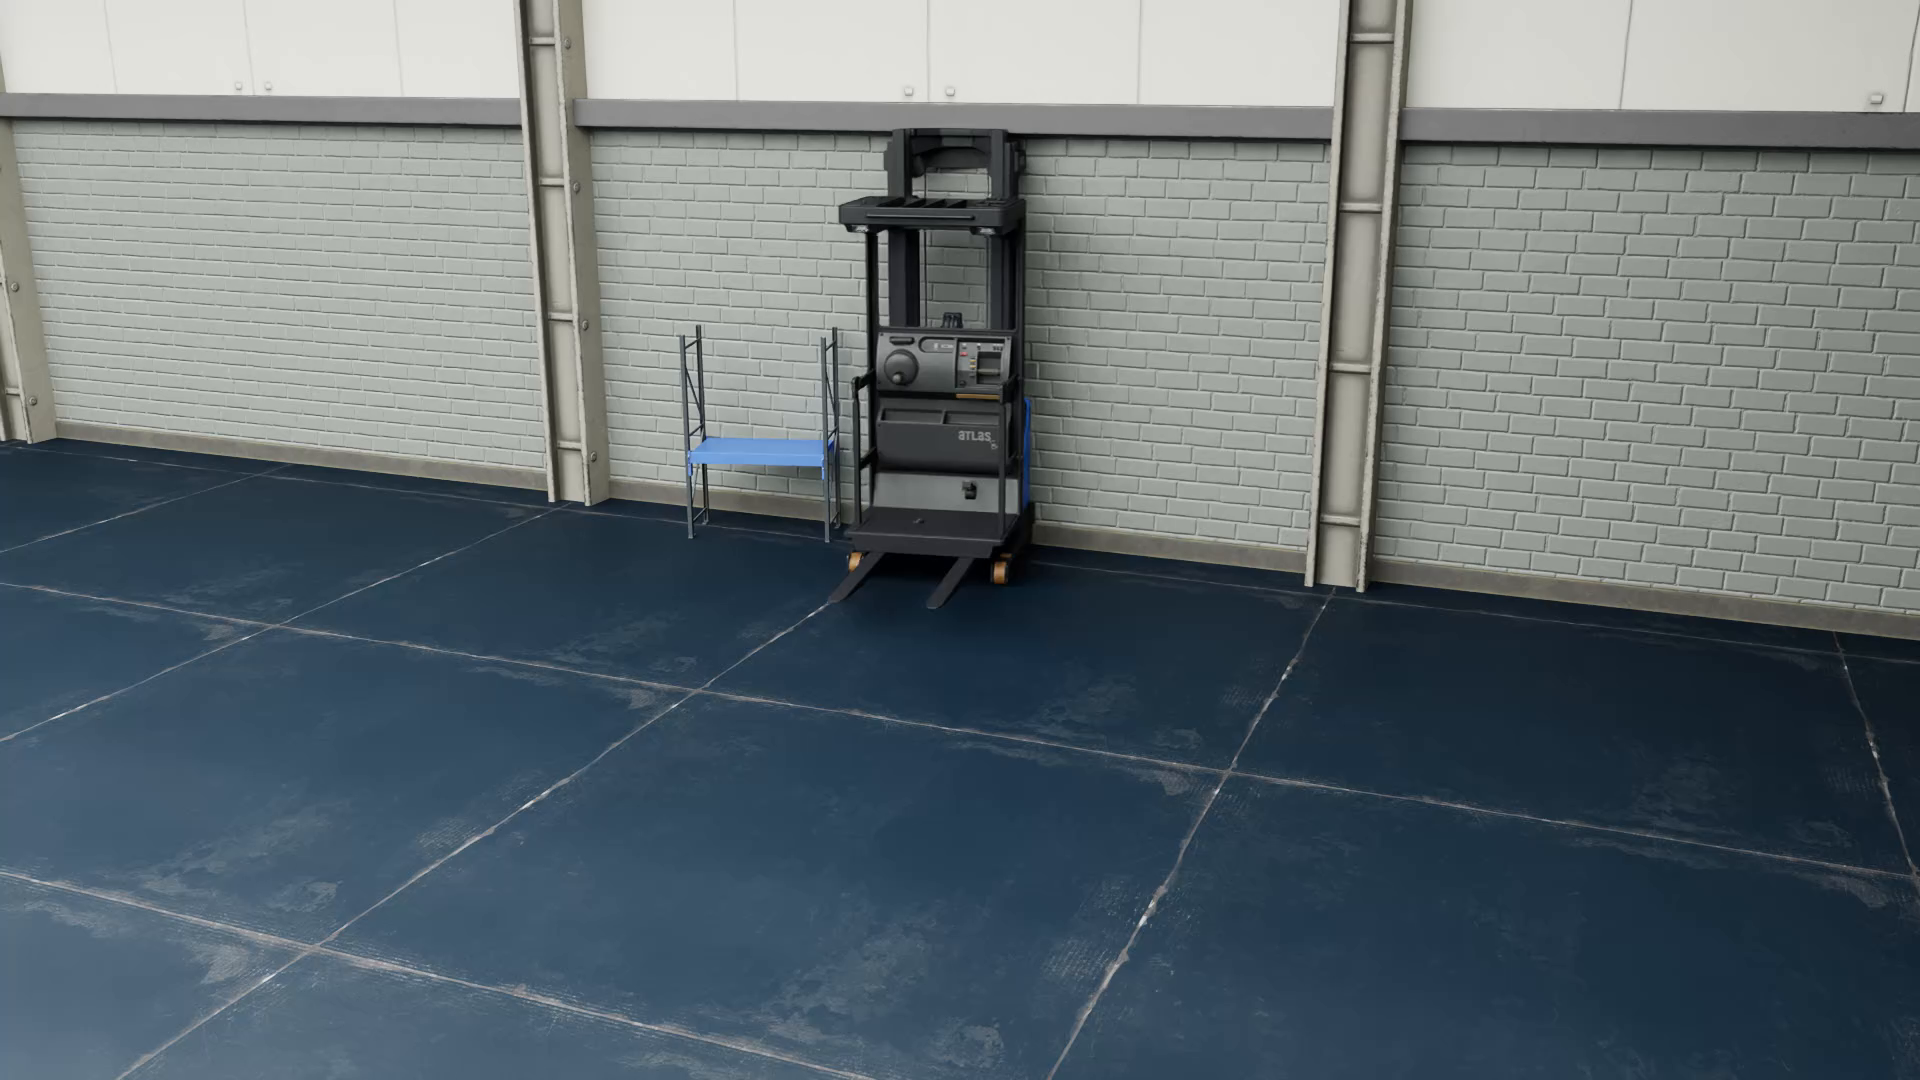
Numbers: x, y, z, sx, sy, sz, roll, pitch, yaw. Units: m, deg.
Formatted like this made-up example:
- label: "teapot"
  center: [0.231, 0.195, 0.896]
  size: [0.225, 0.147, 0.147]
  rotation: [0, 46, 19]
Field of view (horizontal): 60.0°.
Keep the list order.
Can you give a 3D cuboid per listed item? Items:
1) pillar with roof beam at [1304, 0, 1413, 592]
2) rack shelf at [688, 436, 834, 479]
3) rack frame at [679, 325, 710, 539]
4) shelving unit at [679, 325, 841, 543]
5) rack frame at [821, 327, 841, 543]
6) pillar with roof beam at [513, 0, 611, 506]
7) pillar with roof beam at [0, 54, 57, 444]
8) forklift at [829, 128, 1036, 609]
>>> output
- label: "pillar with roof beam"
  center: [0.965, -2.919, 6.088]
  size: [0.400, 9.000, 9.100]
  rotation: [6, 17, 21]
- label: "rack shelf"
  center: [-1.445, -0.611, 12.234]
  size: [1.000, 0.185, 0.538]
  rotation: [2, 16, 6]
- label: "rack frame"
  center: [-1.951, -0.799, 12.235]
  size: [0.032, 1.500, 0.500]
  rotation: [2, 16, 6]
- label: "shelving unit"
  center: [-1.445, -0.784, 12.184]
  size: [1.048, 1.500, 0.538]
  rotation: [2, 16, 6]
- label: "rack frame"
  center: [-0.940, -0.769, 12.133]
  size: [0.032, 1.500, 0.500]
  rotation: [2, 16, 6]
- label: "pillar with roof beam"
  center: [-4.617, -3.533, 8.202]
  size: [0.400, 9.000, 9.100]
  rotation: [6, 17, 21]
- label: "pillar with roof beam"
  center: [-10.198, -4.147, 10.316]
  size: [0.400, 9.000, 9.100]
  rotation: [6, 17, 21]
- label: "forklift"
  center: [-0.152, -1.216, 11.105]
  size: [1.130, 2.935, 3.031]
  rotation: [3, 17, 11]
